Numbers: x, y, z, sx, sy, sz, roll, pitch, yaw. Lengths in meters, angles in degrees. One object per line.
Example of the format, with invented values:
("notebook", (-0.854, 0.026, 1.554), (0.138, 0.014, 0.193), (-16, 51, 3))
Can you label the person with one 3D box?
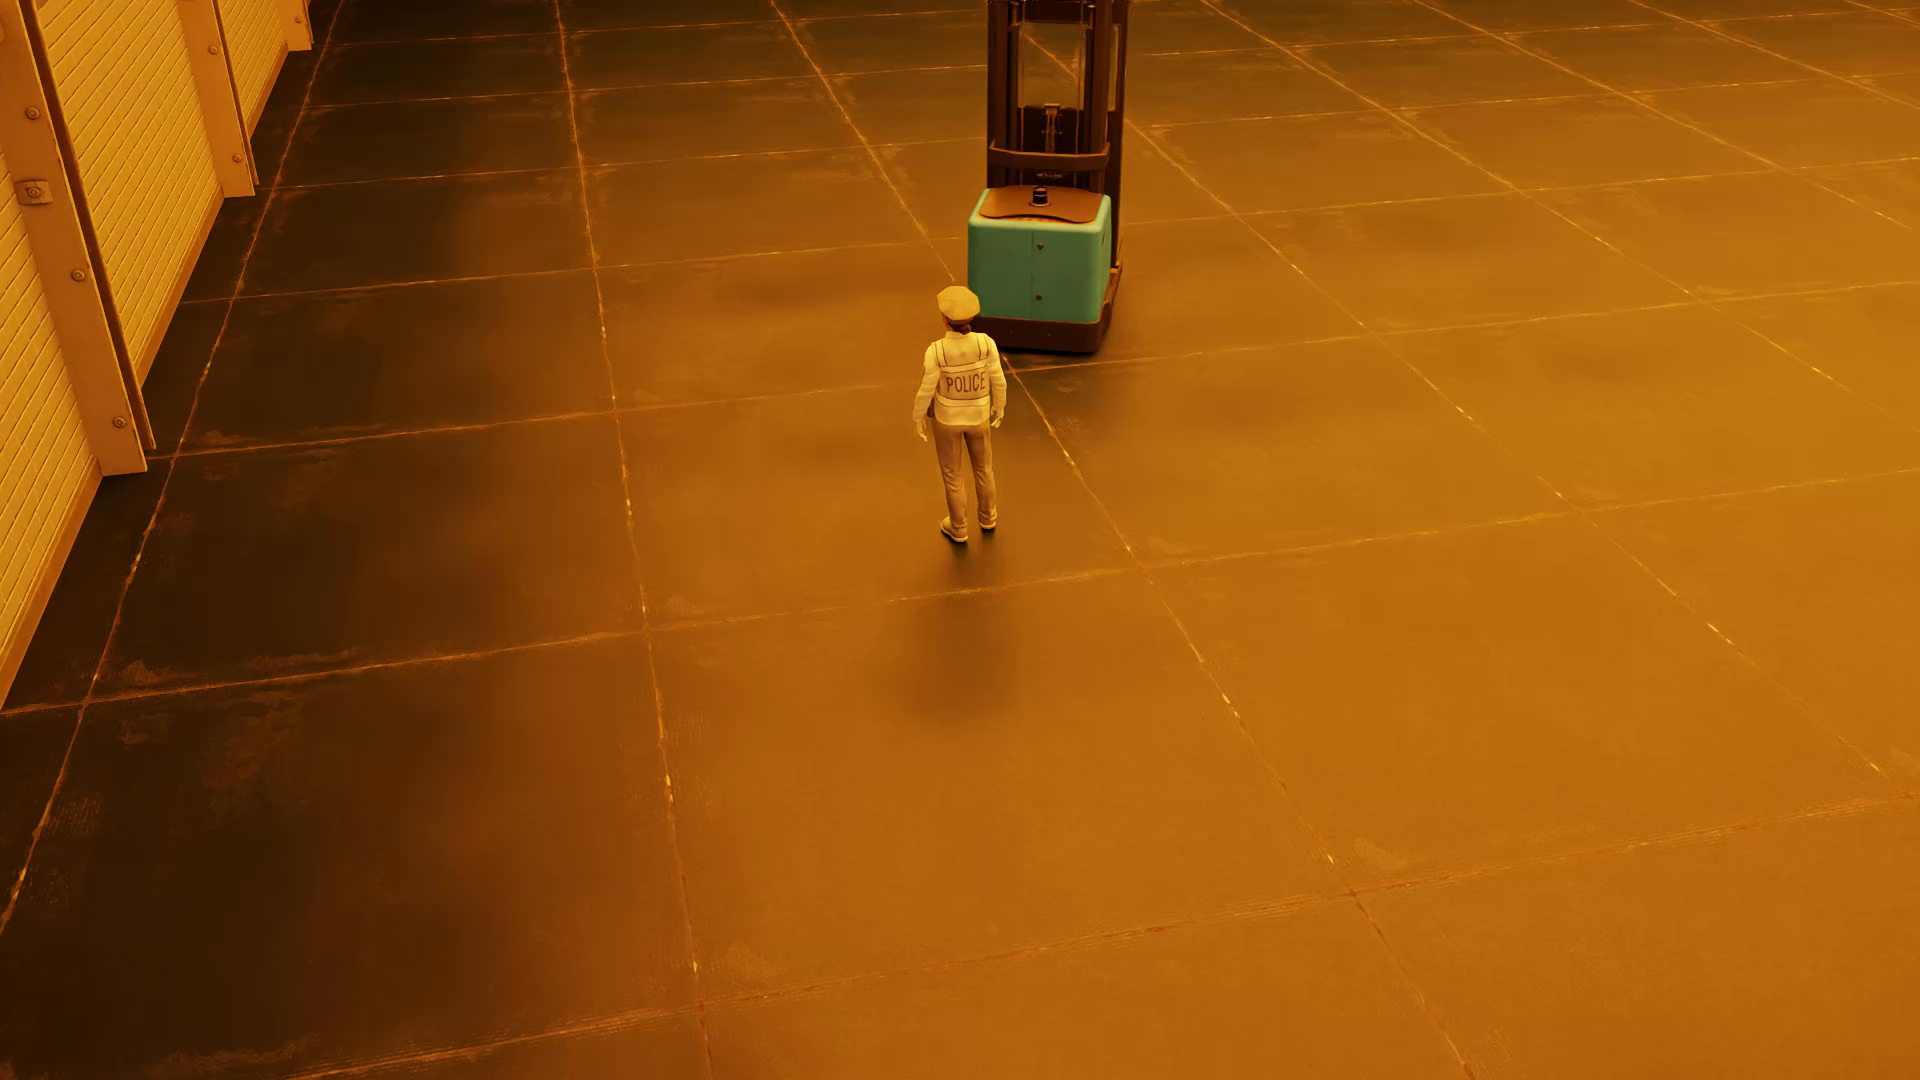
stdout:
("person", (-0.010, -0.774, 10.131), (0.588, 1.695, 0.531), (-7, 31, -12))

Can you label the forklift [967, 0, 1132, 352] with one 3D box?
("forklift", (0.803, -3.440, 13.516), (1.130, 2.935, 3.031), (5, 30, 9))
